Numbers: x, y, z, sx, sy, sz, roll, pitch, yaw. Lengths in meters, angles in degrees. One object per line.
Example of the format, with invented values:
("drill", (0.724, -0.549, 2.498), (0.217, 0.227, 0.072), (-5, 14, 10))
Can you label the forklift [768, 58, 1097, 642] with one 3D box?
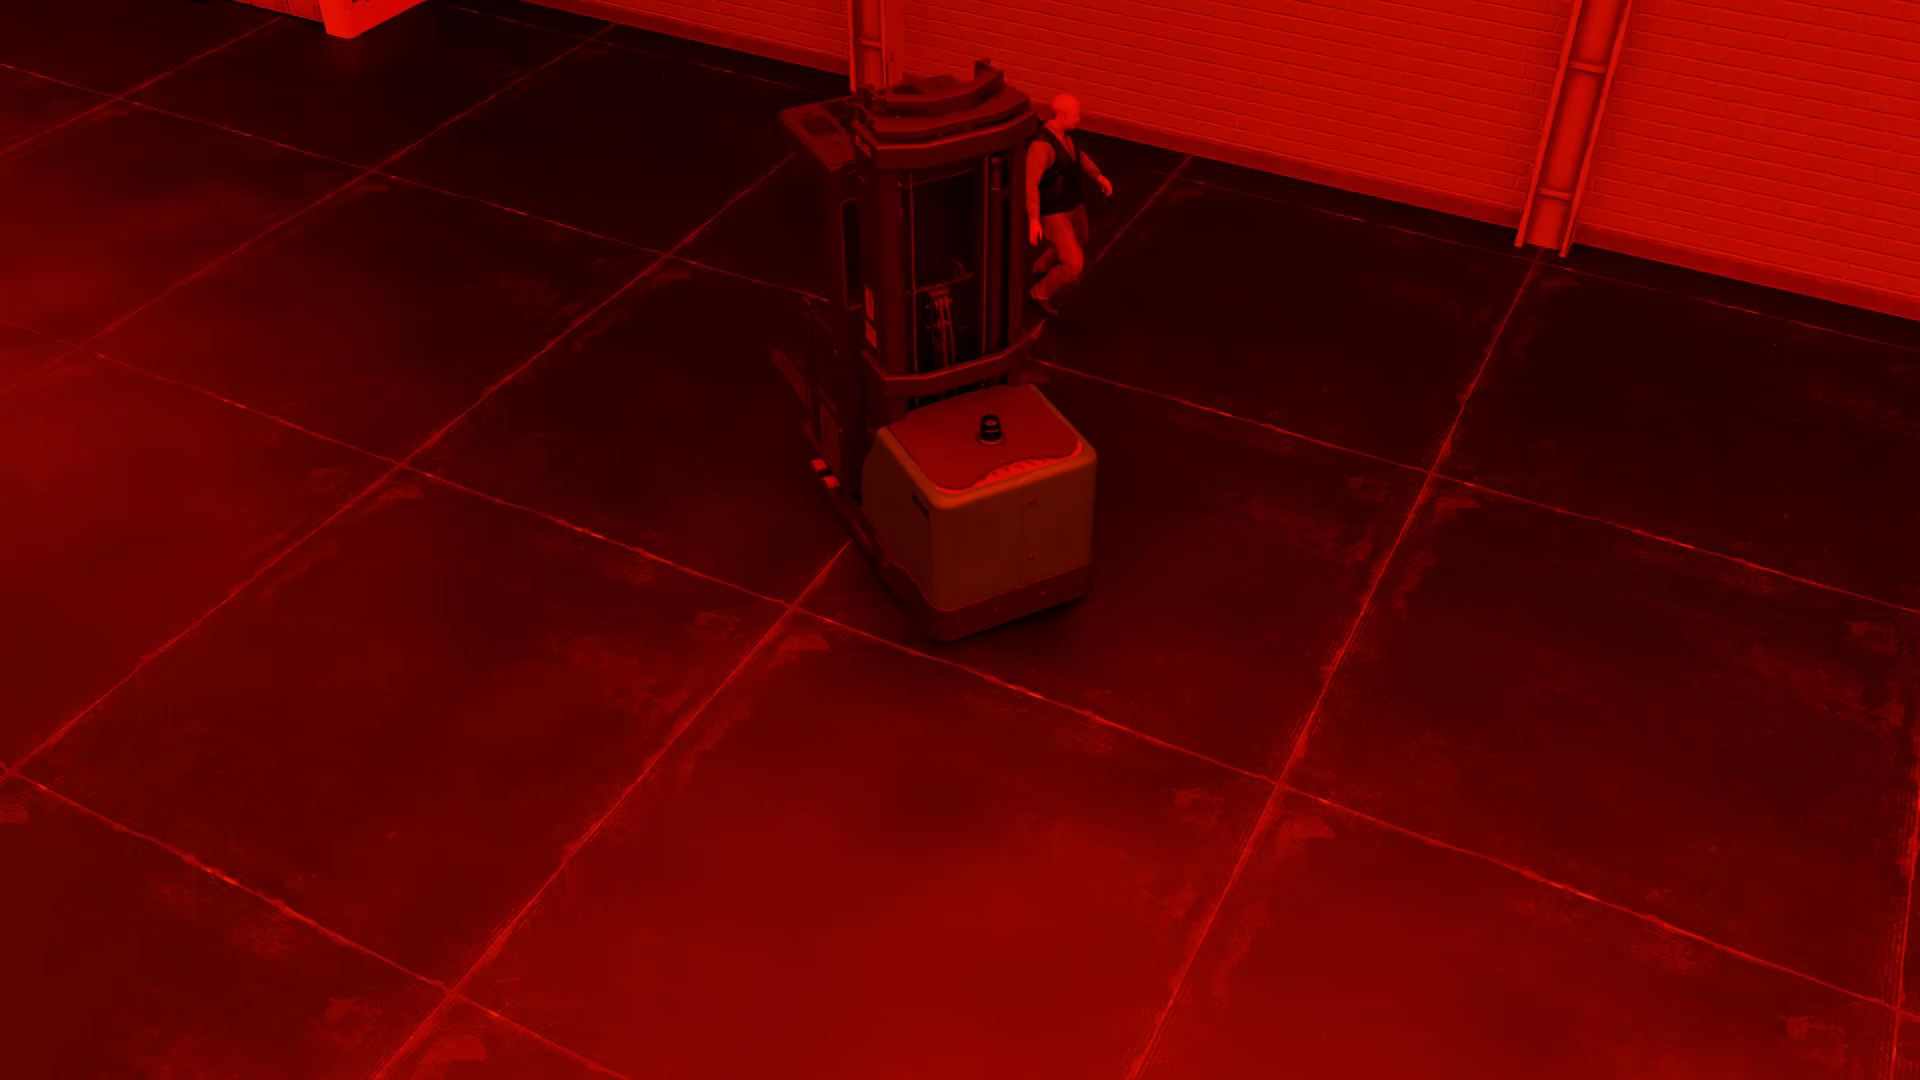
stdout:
("forklift", (-0.338, -1.486, 9.751), (1.130, 2.935, 3.031), (-18, 43, -20))

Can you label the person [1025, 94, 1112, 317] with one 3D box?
("person", (0.737, -2.405, 11.890), (0.633, 1.608, 0.925), (20, 44, 22))
